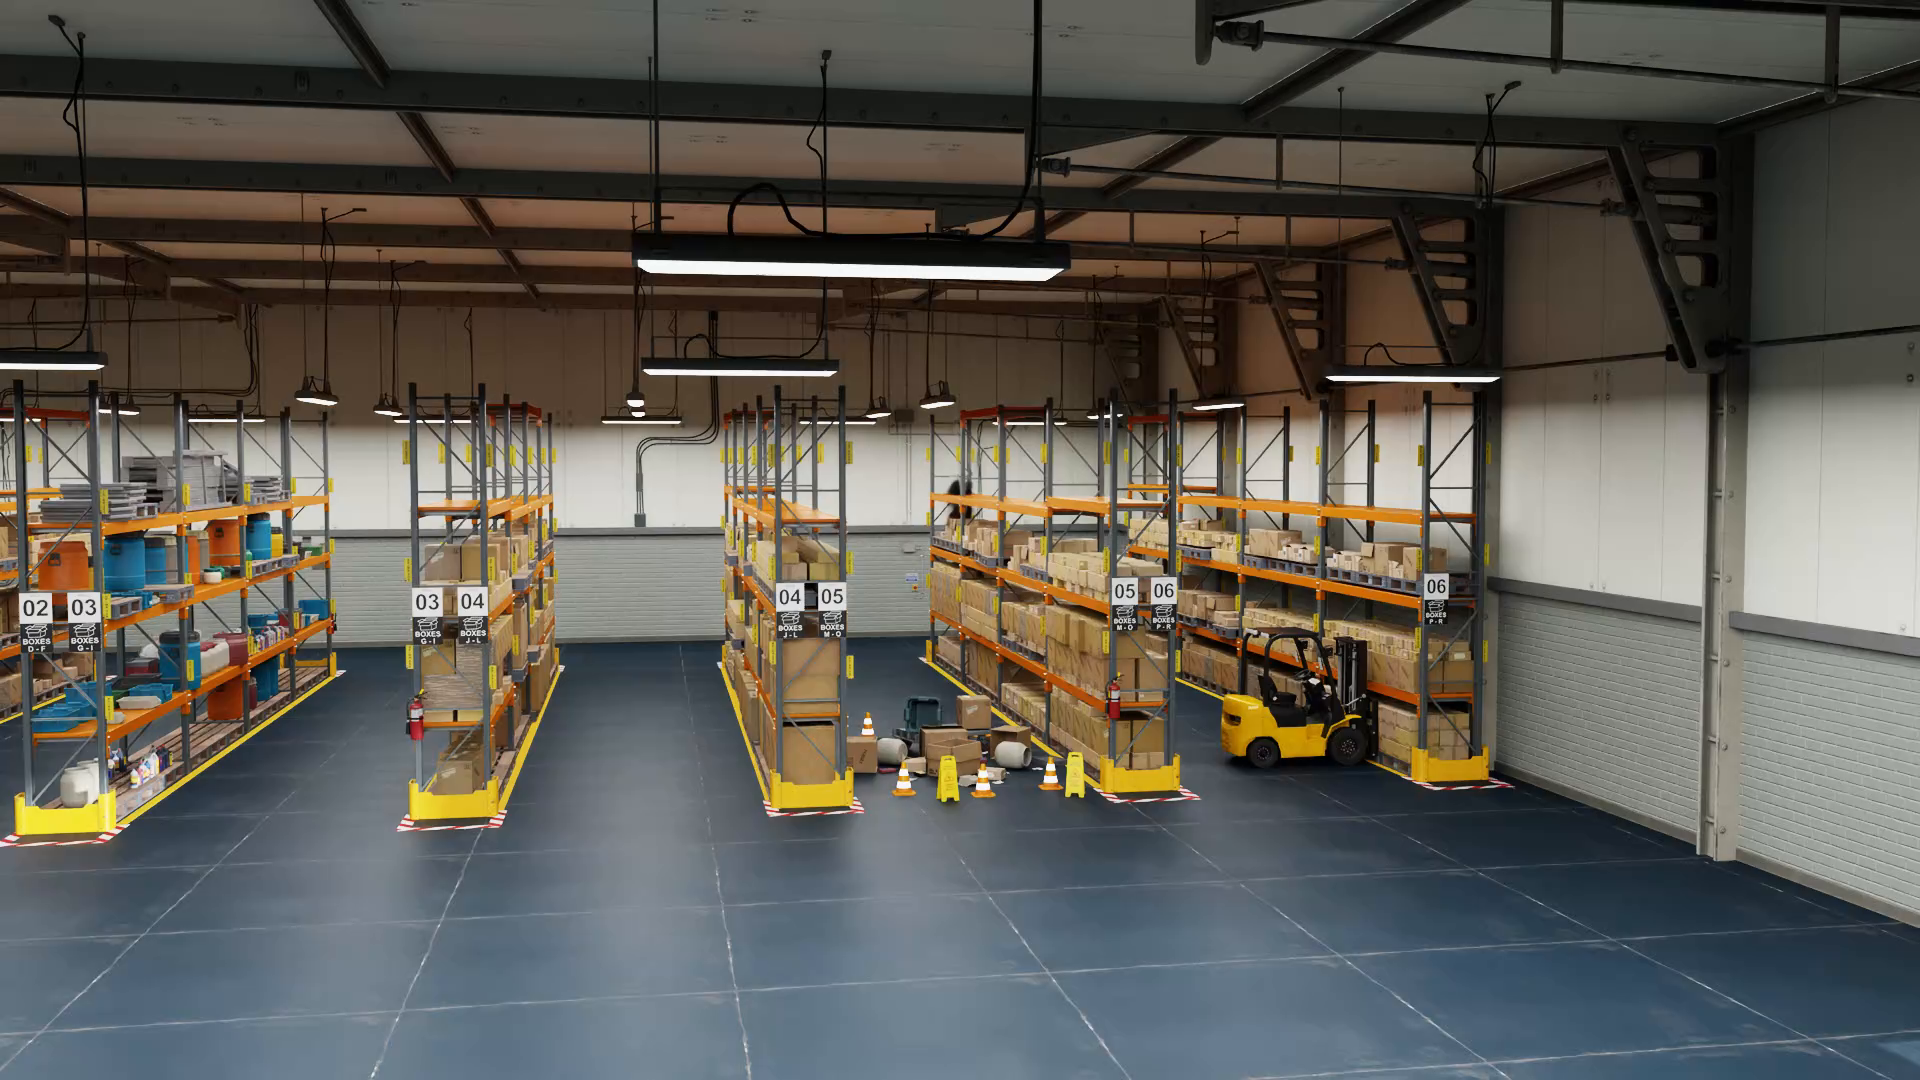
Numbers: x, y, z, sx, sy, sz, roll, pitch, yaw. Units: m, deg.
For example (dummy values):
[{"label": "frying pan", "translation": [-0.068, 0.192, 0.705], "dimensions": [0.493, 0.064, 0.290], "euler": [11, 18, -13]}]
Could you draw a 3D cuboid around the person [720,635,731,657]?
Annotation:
[{"label": "person", "translation": [-5.445, 2.111, 40.655], "dimensions": [0.898, 1.631, 0.614], "euler": [0, 3, -2]}]

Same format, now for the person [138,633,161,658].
[{"label": "person", "translation": [-15.434, 2.584, 31.890], "dimensions": [0.653, 1.650, 0.642], "euler": [-1, 3, -14]}]
